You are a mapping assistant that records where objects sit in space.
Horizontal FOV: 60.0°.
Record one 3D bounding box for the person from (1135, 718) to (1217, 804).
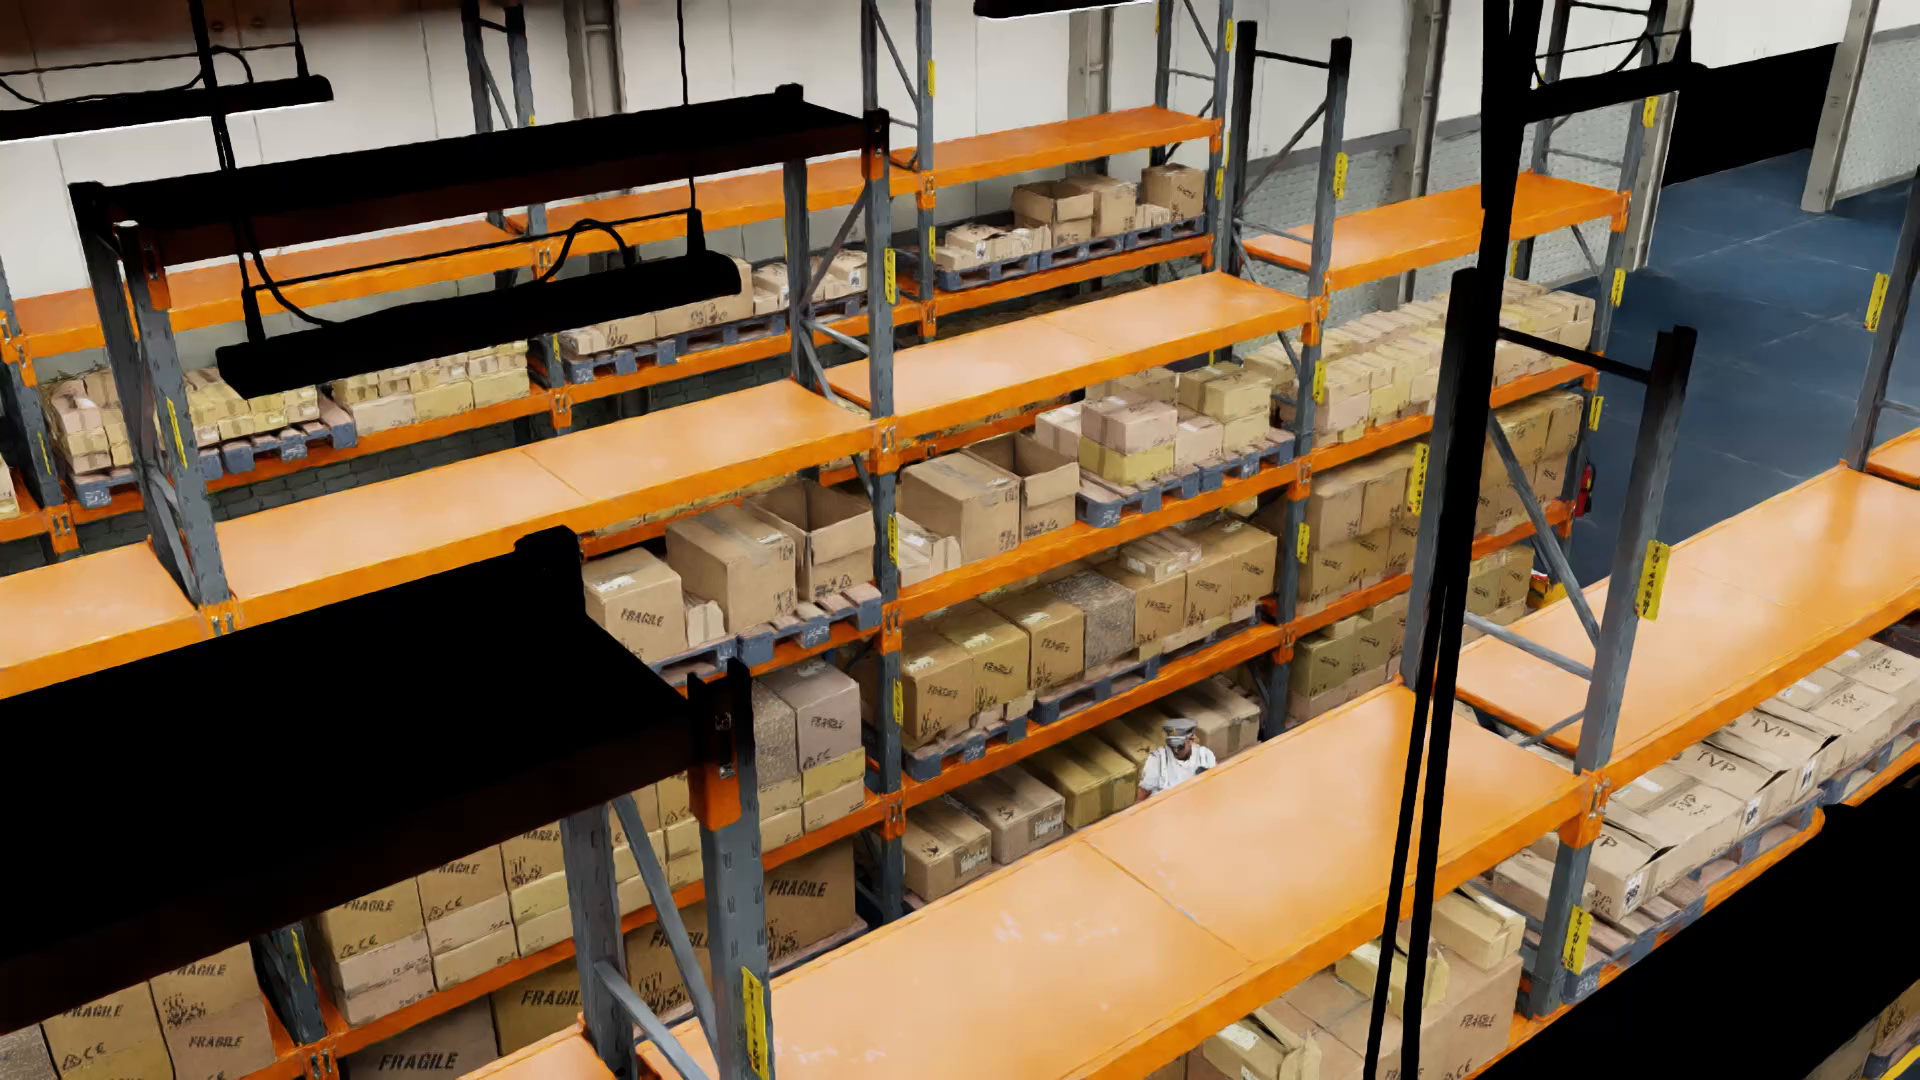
[{"bbox_3d":[1.544,2.048,11.910,0.644,1.747,0.587,-6,27,-12],"label":"person"}]
